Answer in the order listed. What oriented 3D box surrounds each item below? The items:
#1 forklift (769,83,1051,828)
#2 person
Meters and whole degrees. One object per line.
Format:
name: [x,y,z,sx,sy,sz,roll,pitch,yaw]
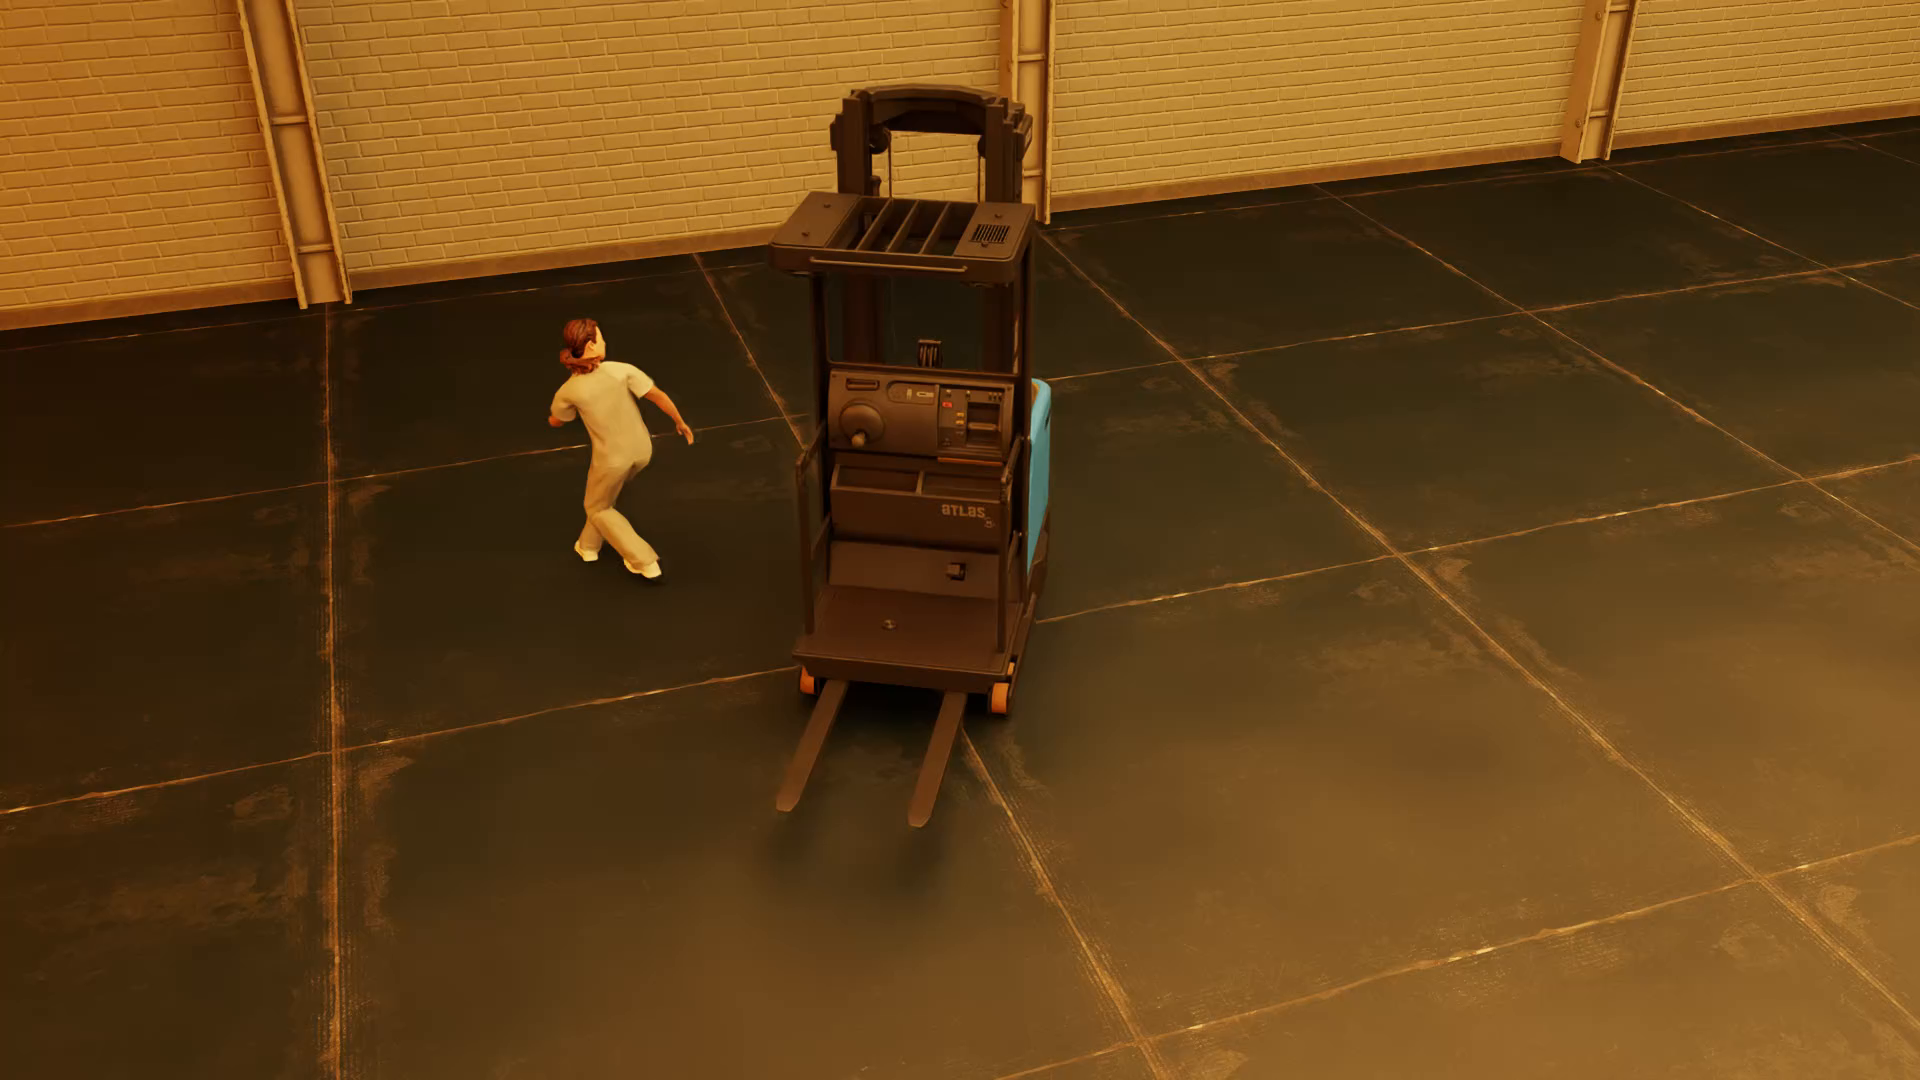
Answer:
forklift: [-0.232,-0.577,8.089,1.130,2.935,3.031,5,30,9]
person: [-1.944,-0.555,9.477,0.704,1.549,0.782,-20,36,-31]
